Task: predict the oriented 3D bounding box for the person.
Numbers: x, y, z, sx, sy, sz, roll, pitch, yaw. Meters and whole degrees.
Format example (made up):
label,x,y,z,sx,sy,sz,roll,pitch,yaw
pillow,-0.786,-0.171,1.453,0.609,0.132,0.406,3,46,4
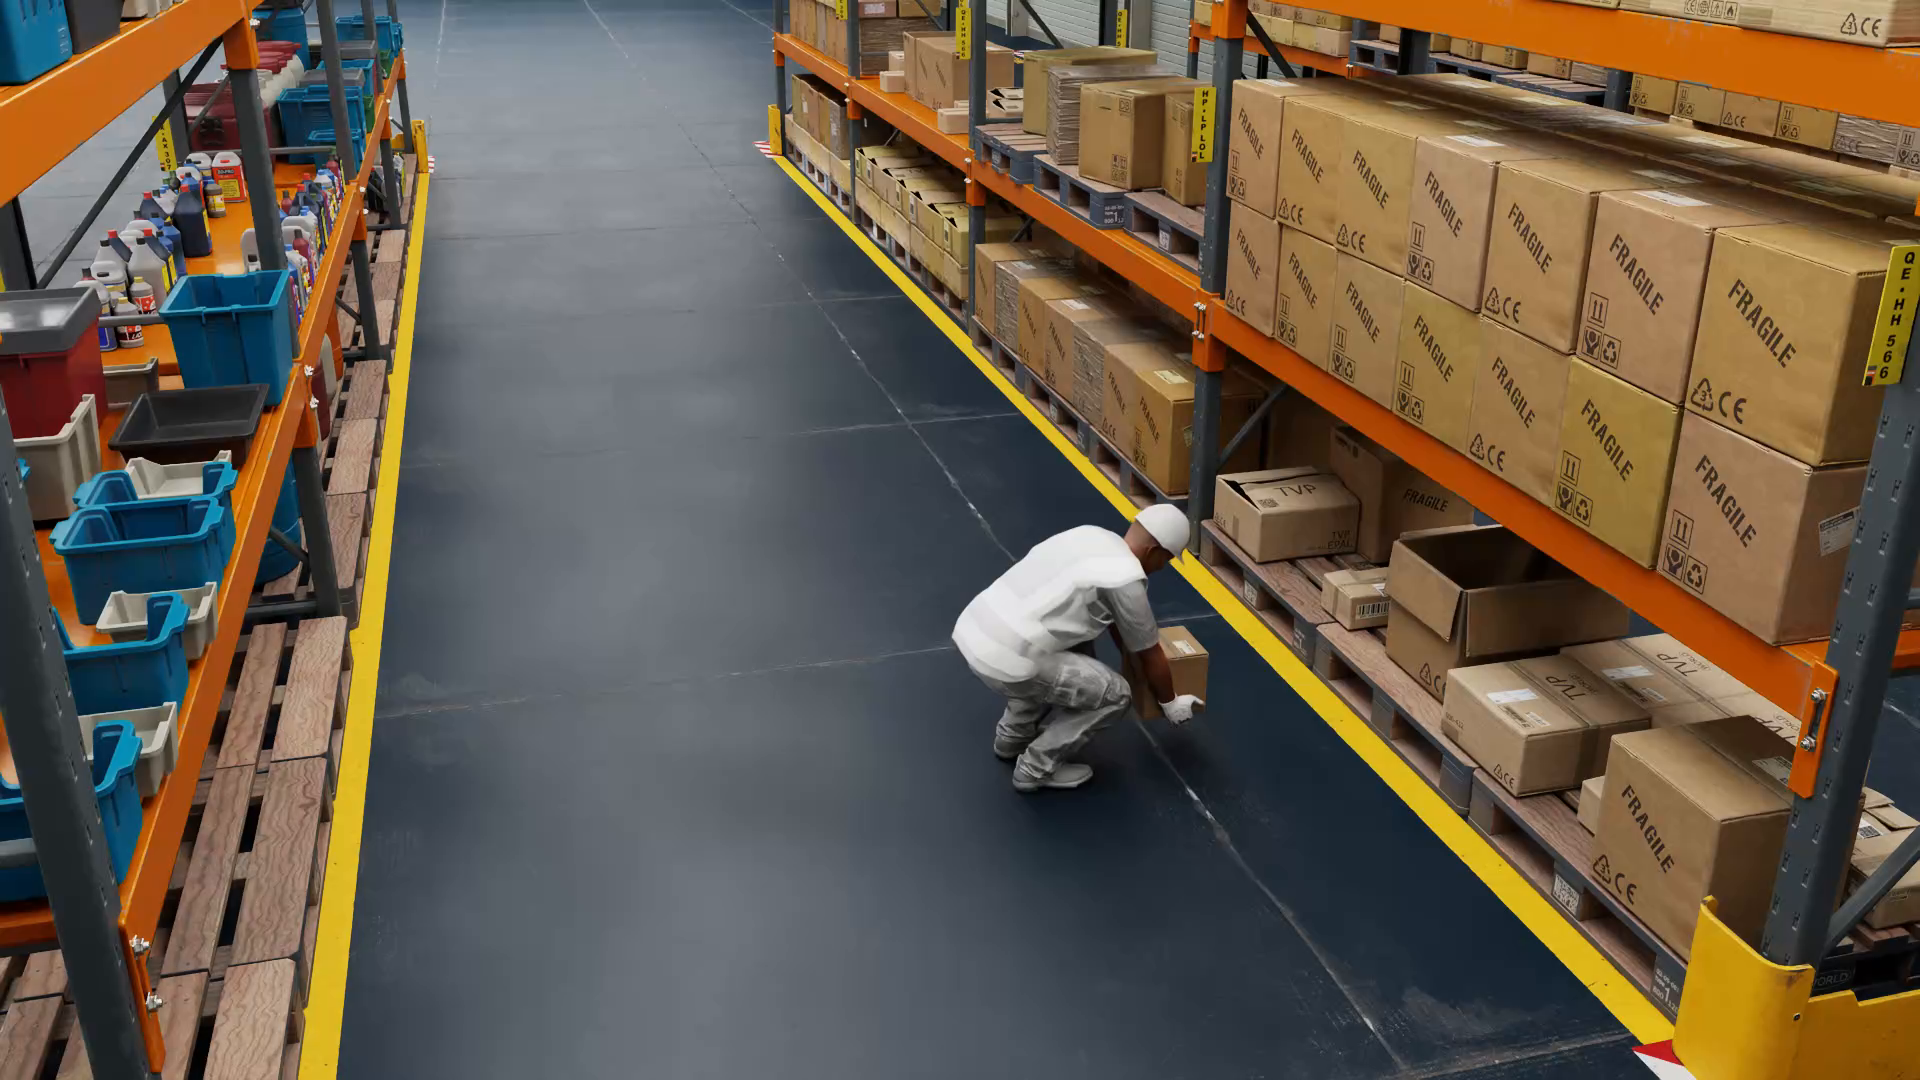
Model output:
label,x,y,z,sx,sy,sz,roll,pitch,yaw
person,0.437,0.378,6.193,0.934,0.998,0.557,-7,24,-16
